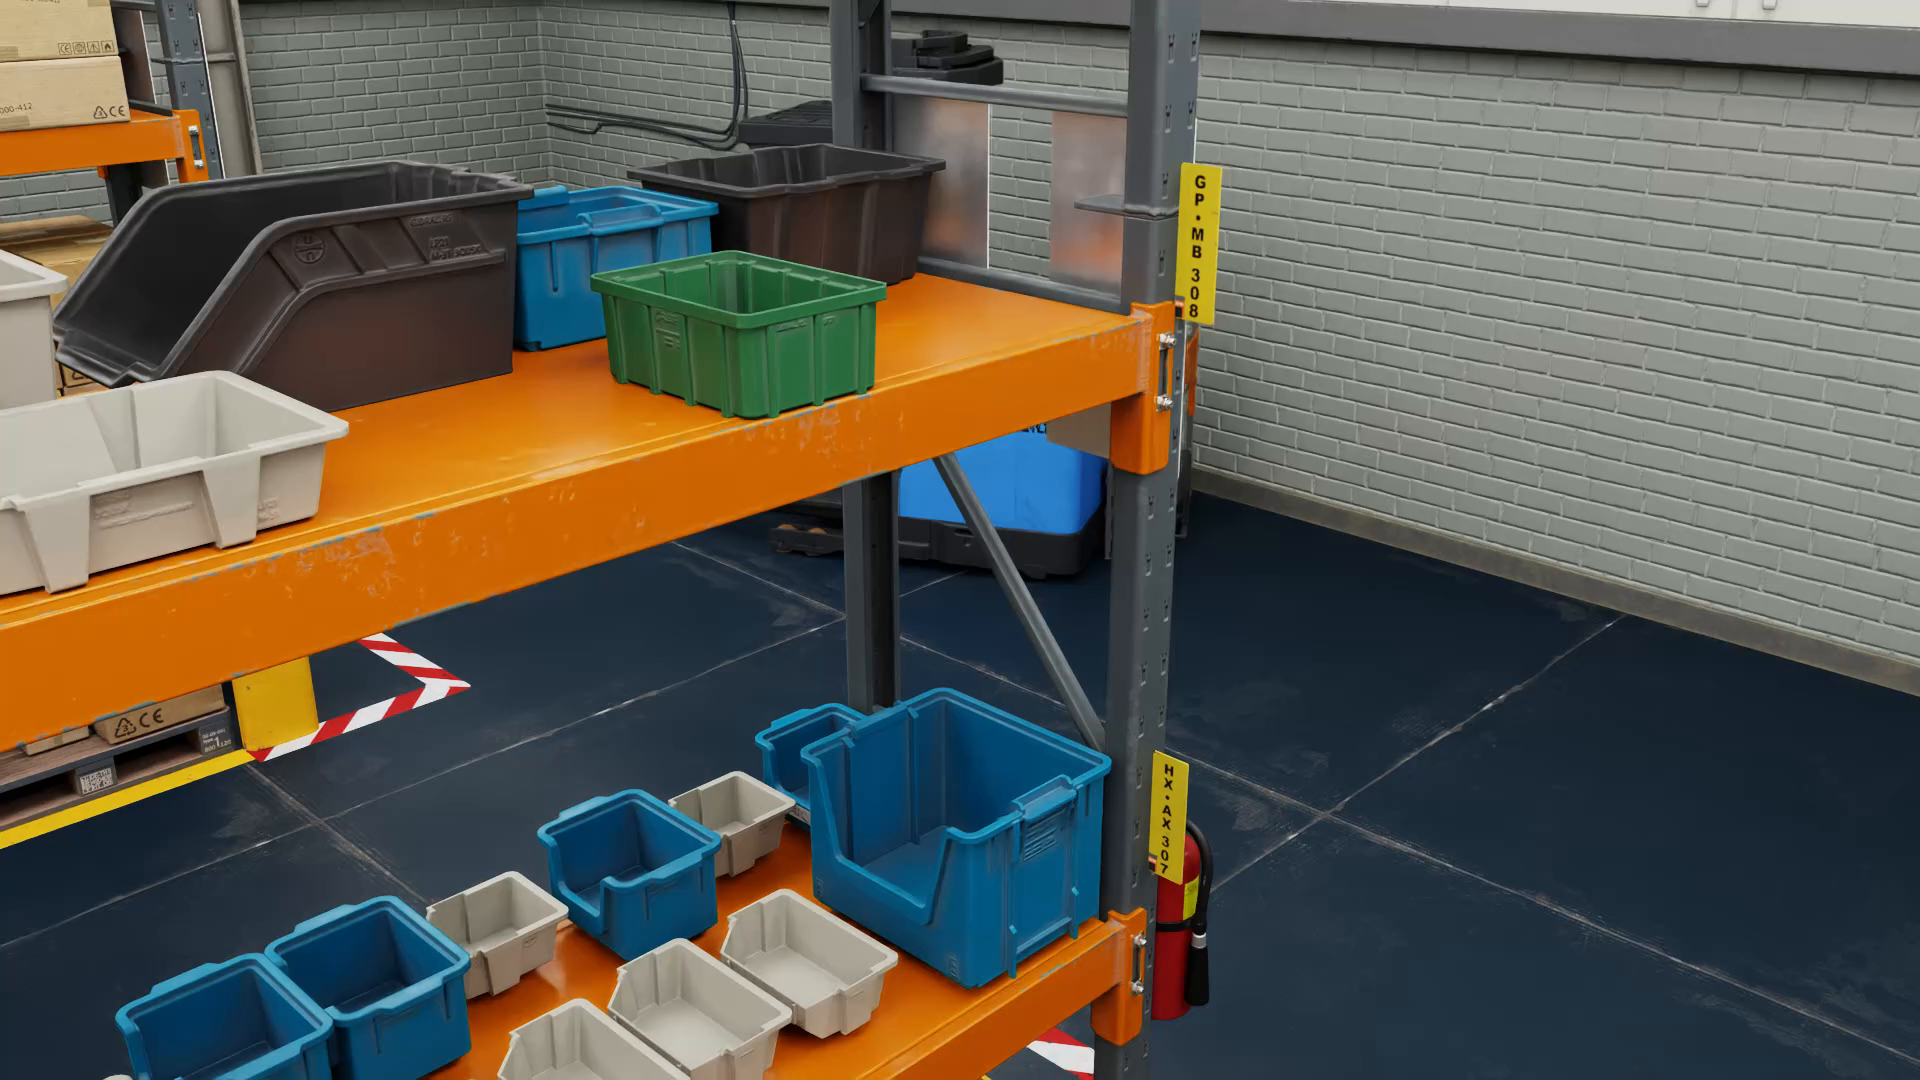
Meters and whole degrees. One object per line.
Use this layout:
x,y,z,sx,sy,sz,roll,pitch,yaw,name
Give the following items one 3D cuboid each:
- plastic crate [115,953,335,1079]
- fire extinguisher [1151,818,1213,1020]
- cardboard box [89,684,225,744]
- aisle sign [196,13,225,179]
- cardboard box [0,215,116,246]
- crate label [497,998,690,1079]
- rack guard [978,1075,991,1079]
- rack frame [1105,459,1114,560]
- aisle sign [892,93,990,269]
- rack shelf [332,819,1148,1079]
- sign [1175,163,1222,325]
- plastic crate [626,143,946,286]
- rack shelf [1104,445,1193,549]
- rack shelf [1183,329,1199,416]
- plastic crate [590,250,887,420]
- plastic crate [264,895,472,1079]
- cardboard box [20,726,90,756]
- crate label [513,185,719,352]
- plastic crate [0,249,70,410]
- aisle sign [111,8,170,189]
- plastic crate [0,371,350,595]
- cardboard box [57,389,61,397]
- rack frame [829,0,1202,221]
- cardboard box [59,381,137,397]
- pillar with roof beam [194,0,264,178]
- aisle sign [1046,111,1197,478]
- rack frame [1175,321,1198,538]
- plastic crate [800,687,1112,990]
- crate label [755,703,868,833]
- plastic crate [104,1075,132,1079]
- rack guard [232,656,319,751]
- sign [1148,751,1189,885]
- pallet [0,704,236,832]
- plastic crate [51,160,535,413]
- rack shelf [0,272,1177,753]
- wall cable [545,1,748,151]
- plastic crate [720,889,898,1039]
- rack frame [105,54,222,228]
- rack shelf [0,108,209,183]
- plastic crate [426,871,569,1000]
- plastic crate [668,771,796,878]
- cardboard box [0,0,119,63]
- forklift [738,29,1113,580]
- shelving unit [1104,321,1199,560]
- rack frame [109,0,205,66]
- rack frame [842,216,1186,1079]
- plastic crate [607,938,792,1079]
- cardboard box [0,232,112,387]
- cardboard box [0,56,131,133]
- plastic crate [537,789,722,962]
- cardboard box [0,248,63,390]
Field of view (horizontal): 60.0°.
-1.448,1.050,3.312,0.416,0.233,0.300,19,28,41,plastic crate
0.519,0.888,4.210,0.296,0.674,0.183,19,28,41,fire extinguisher
-3.661,0.525,7.398,0.500,0.500,0.500,19,28,41,cardboard box
-3.191,-1.792,6.932,0.394,0.787,0.004,19,28,41,aisle sign
-3.956,-1.103,7.230,0.500,0.500,0.500,-19,28,-40,cardboard box
-0.740,1.102,3.311,0.396,0.136,0.243,19,28,41,crate label
0.096,1.760,4.798,1.175,0.500,0.348,19,28,41,rack guard
1.045,-0.848,9.354,0.400,2.100,0.015,6,22,16,rack frame
-0.074,-0.703,4.100,0.394,0.787,0.004,19,28,41,aisle sign
-1.307,1.453,3.116,1.077,0.370,4.000,19,28,41,rack shelf
0.494,-0.615,3.458,0.100,0.325,0.005,19,28,41,sign
-0.380,-0.707,3.734,0.497,0.269,0.590,19,28,41,plastic crate
1.117,-0.265,9.827,0.431,0.518,0.480,6,22,16,rack shelf
1.117,-0.919,9.576,0.431,0.518,0.480,6,22,16,rack shelf
-0.395,-0.373,2.979,0.450,0.188,0.336,19,28,41,plastic crate
-1.238,0.973,3.513,0.416,0.233,0.300,19,28,41,plastic crate
-4.008,0.763,7.246,0.380,0.166,0.250,19,28,41,cardboard box
-0.787,-0.571,3.406,0.408,0.251,0.502,19,28,41,crate label
-1.679,-0.249,2.526,0.437,0.282,0.530,19,28,41,plastic crate
-3.621,-1.942,7.323,0.394,0.787,0.004,19,28,41,aisle sign
-1.175,-0.081,2.290,0.437,0.136,0.530,19,28,41,plastic crate
-3.935,-0.367,6.709,0.500,0.500,0.500,20,28,41,cardboard box
0.088,-2.197,3.248,1.000,3.000,0.127,19,28,41,rack frame
-3.575,-0.501,7.058,0.500,0.500,0.500,-19,28,-40,cardboard box
-2.662,-4.510,9.265,9.100,9.000,0.400,19,28,41,pillar with roof beam
0.349,-0.556,3.716,0.394,0.787,0.004,19,28,41,aisle sign
1.189,-1.015,9.789,0.400,2.100,0.015,6,22,16,rack frame
-0.011,0.691,3.962,0.616,0.435,0.499,19,28,41,plastic crate
-0.320,0.634,4.393,0.416,0.233,0.303,19,28,41,crate label
-1.703,1.204,3.046,0.293,0.136,0.466,19,28,41,plastic crate
-3.511,0.549,7.950,1.175,0.500,0.348,19,28,41,rack guard
0.494,0.660,3.948,0.100,0.325,0.005,19,28,41,sign
-4.066,0.889,7.468,1.003,0.211,1.213,19,28,41,pallet
-1.174,-0.444,2.955,0.504,0.338,0.767,19,28,41,plastic crate
-1.307,0.053,2.578,1.077,0.370,4.000,19,28,41,rack shelf
-2.808,-4.592,13.806,3.097,2.526,0.112,19,28,41,wall cable
-0.351,0.953,3.698,0.396,0.136,0.243,19,28,41,plastic crate
-3.458,-0.638,7.553,1.000,3.000,0.127,19,28,41,rack frame
-4.853,-1.188,5.806,1.077,0.370,4.000,19,28,41,rack shelf
-1.076,0.915,3.796,0.250,0.136,0.298,19,28,41,plastic crate
-0.603,0.741,4.250,0.250,0.136,0.298,19,28,41,plastic crate
-3.634,-2.005,6.442,0.500,0.250,0.500,19,28,41,cardboard box
-0.618,-1.441,9.737,3.031,2.935,1.130,7,22,17,forklift
1.117,-0.931,9.571,0.431,2.100,0.503,6,22,16,shelving unit
-3.458,-3.438,6.476,1.000,3.000,0.127,19,28,41,rack frame
0.088,0.603,4.325,1.000,3.000,0.127,19,28,41,rack frame
-0.563,1.024,3.513,0.396,0.136,0.243,19,28,41,plastic crate
-3.571,-0.968,6.878,0.500,0.500,0.500,19,28,40,cardboard box
-3.627,-1.770,6.526,0.500,0.250,0.500,19,28,41,cardboard box
-0.779,0.804,3.953,0.416,0.233,0.300,19,28,41,plastic crate
-3.923,-0.838,6.540,0.500,0.500,0.500,-19,28,-41,cardboard box
